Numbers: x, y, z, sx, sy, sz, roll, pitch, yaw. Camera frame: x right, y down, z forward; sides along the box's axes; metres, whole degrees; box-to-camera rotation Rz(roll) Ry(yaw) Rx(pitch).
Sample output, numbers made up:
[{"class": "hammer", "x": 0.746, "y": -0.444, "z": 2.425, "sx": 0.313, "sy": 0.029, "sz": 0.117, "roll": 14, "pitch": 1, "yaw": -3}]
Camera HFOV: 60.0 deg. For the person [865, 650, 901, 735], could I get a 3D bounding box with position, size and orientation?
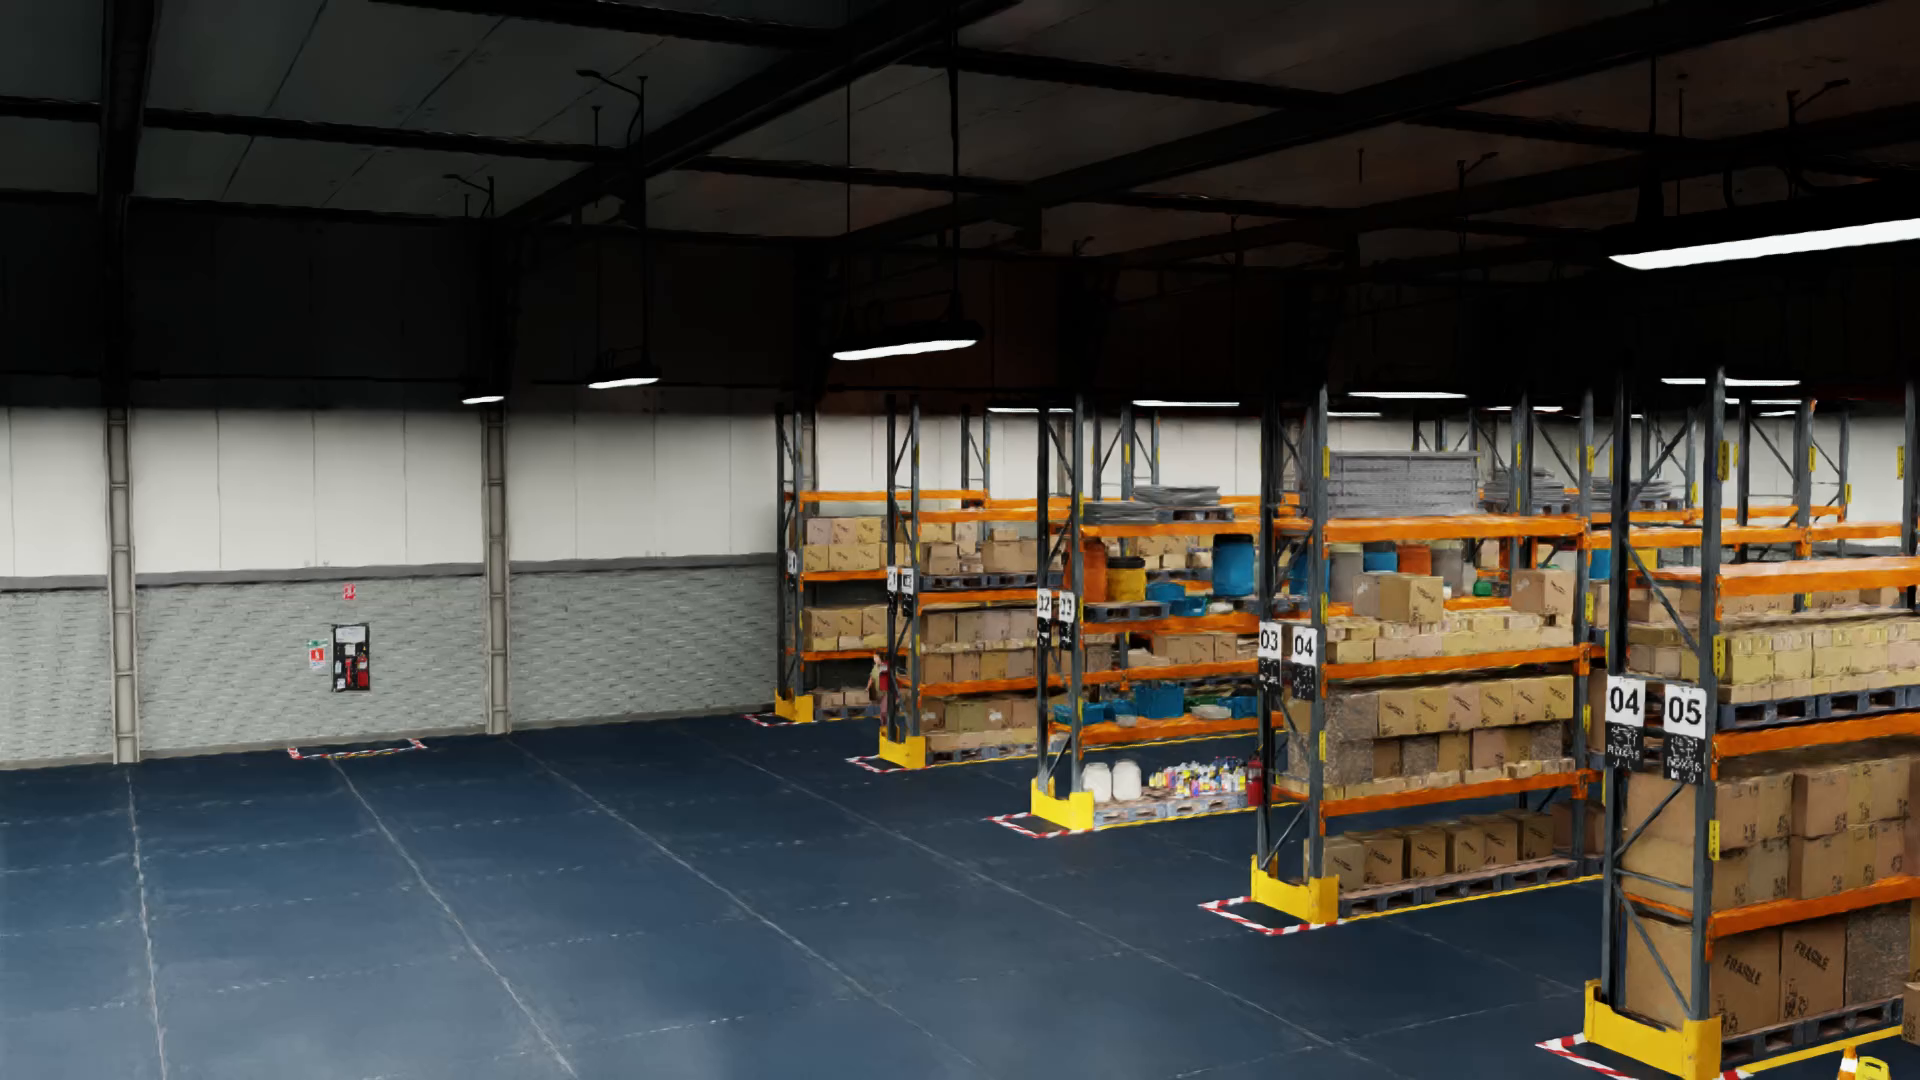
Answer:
[{"class": "person", "x": -1.283, "y": 2.708, "z": 29.077, "sx": 0.814, "sy": 1.604, "sz": 0.620, "roll": -3, "pitch": 5, "yaw": -44}]
